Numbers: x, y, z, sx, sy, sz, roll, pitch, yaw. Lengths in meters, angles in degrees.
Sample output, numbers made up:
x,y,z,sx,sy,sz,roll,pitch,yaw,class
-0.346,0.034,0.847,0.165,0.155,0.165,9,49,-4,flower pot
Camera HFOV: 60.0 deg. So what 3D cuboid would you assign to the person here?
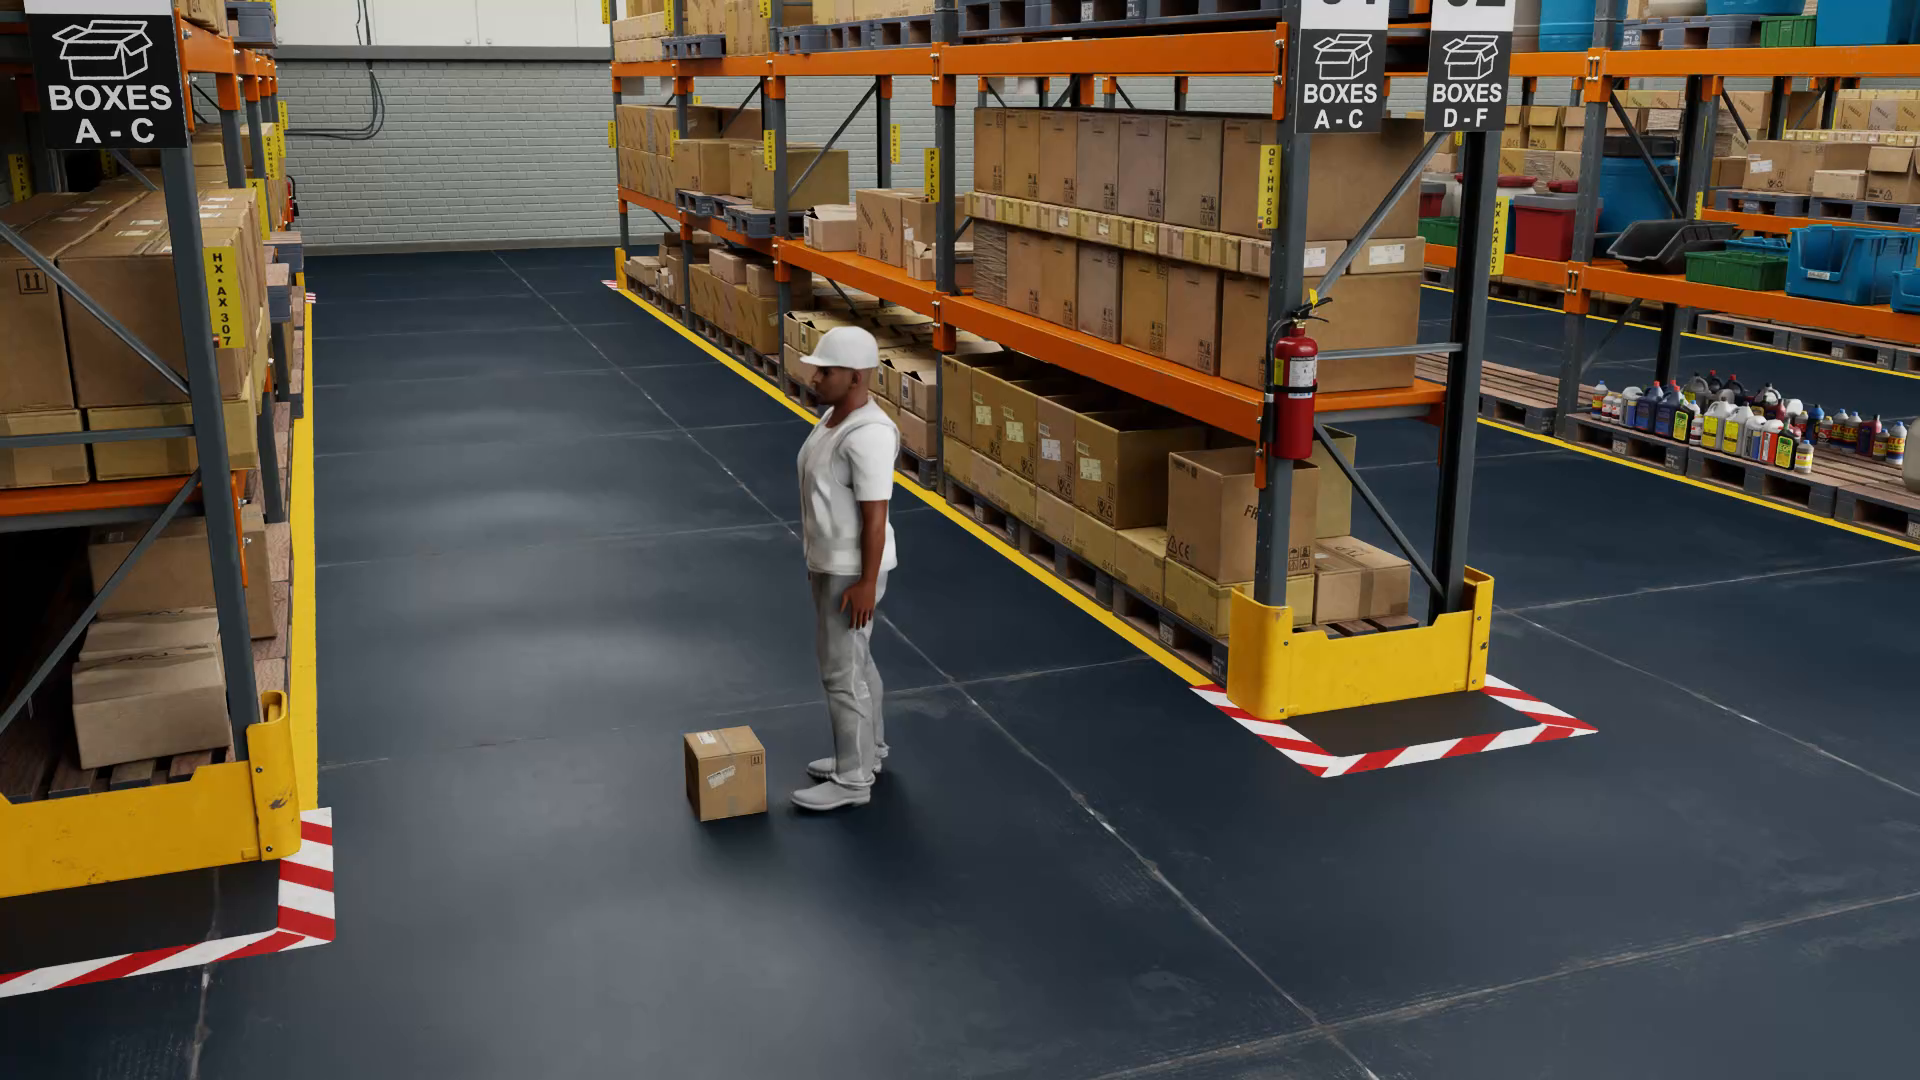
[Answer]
x,y,z,sx,sy,sz,roll,pitch,yaw,class
-0.455,0.100,6.124,0.460,1.768,0.566,-5,16,-19,person
